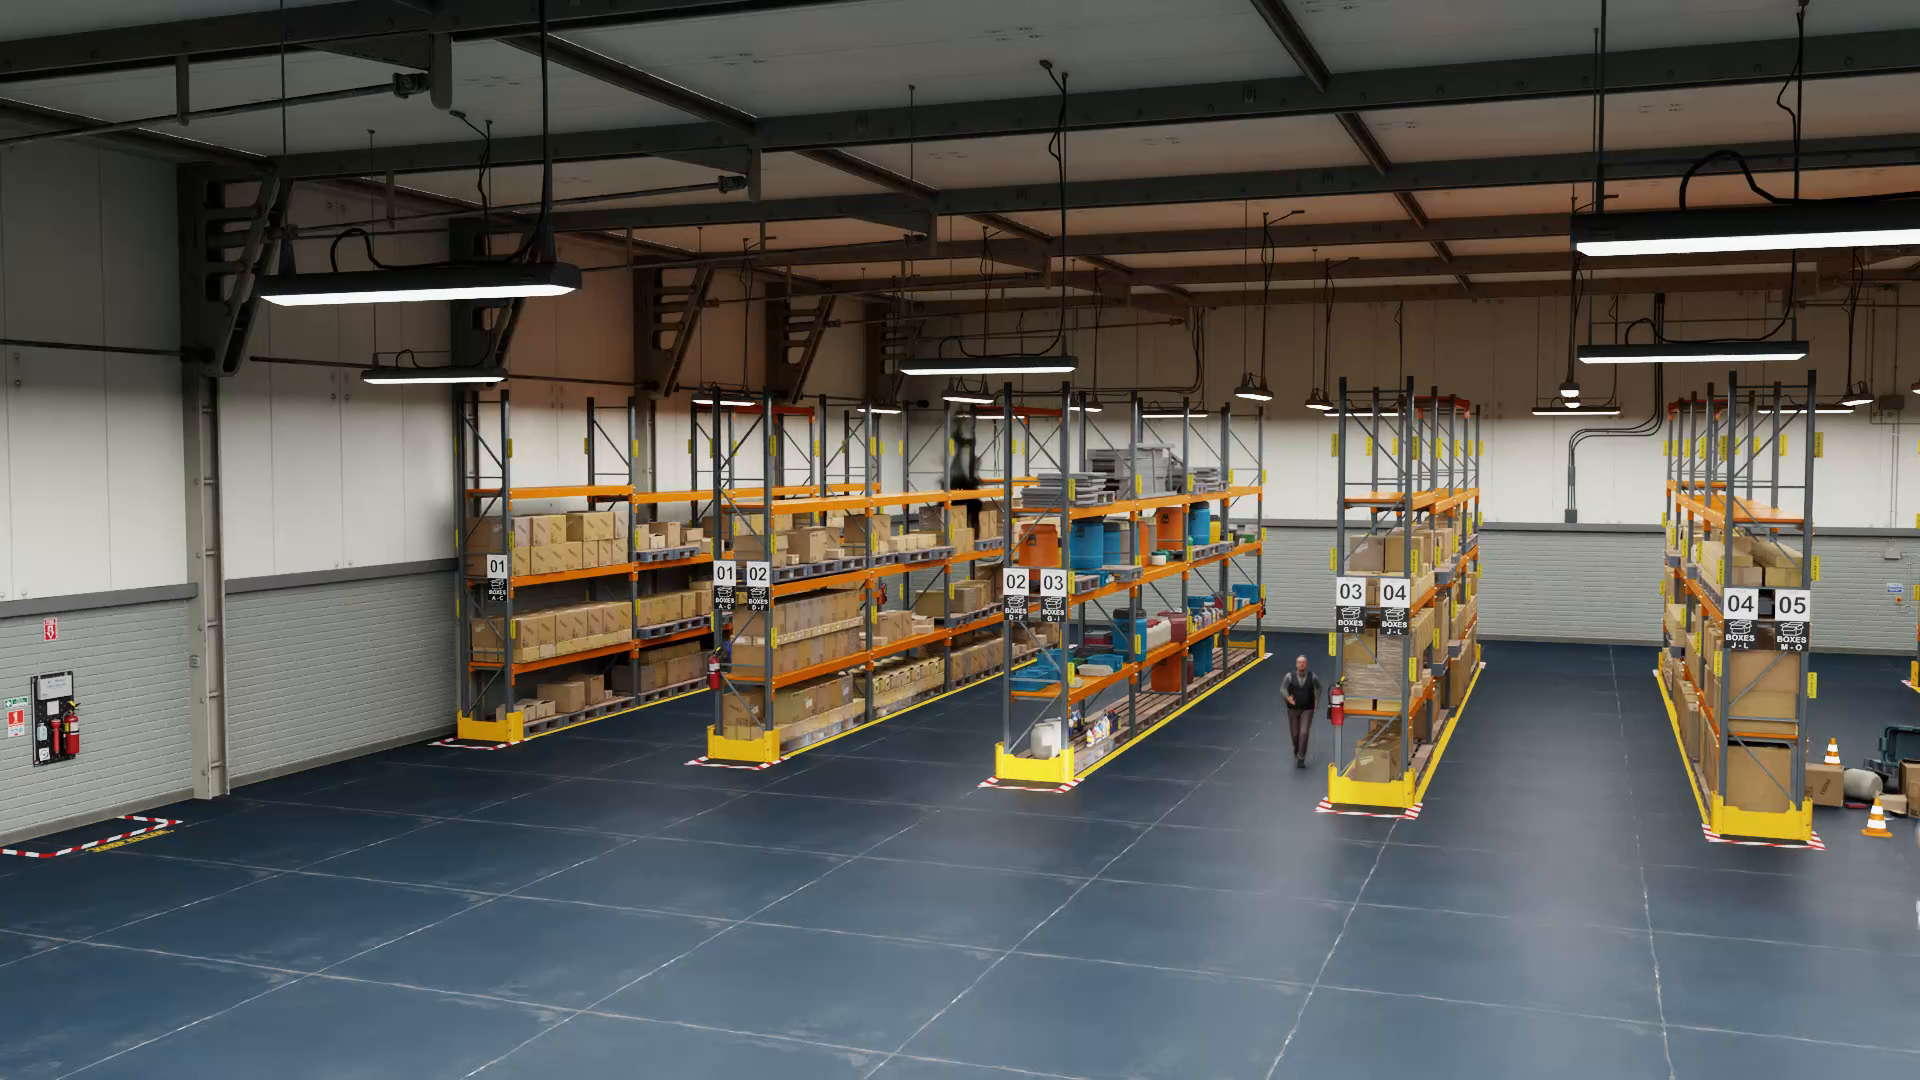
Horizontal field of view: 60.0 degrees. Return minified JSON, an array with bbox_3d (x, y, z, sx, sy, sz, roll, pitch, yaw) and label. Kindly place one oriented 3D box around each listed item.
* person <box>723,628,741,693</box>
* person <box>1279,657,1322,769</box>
[{"bbox_3d":[-4.182,2.445,31.057,0.596,1.649,0.898,1,3,12],"label":"person"},{"bbox_3d":[5.396,2.700,26.350,0.662,1.721,0.867,1,3,14],"label":"person"}]
